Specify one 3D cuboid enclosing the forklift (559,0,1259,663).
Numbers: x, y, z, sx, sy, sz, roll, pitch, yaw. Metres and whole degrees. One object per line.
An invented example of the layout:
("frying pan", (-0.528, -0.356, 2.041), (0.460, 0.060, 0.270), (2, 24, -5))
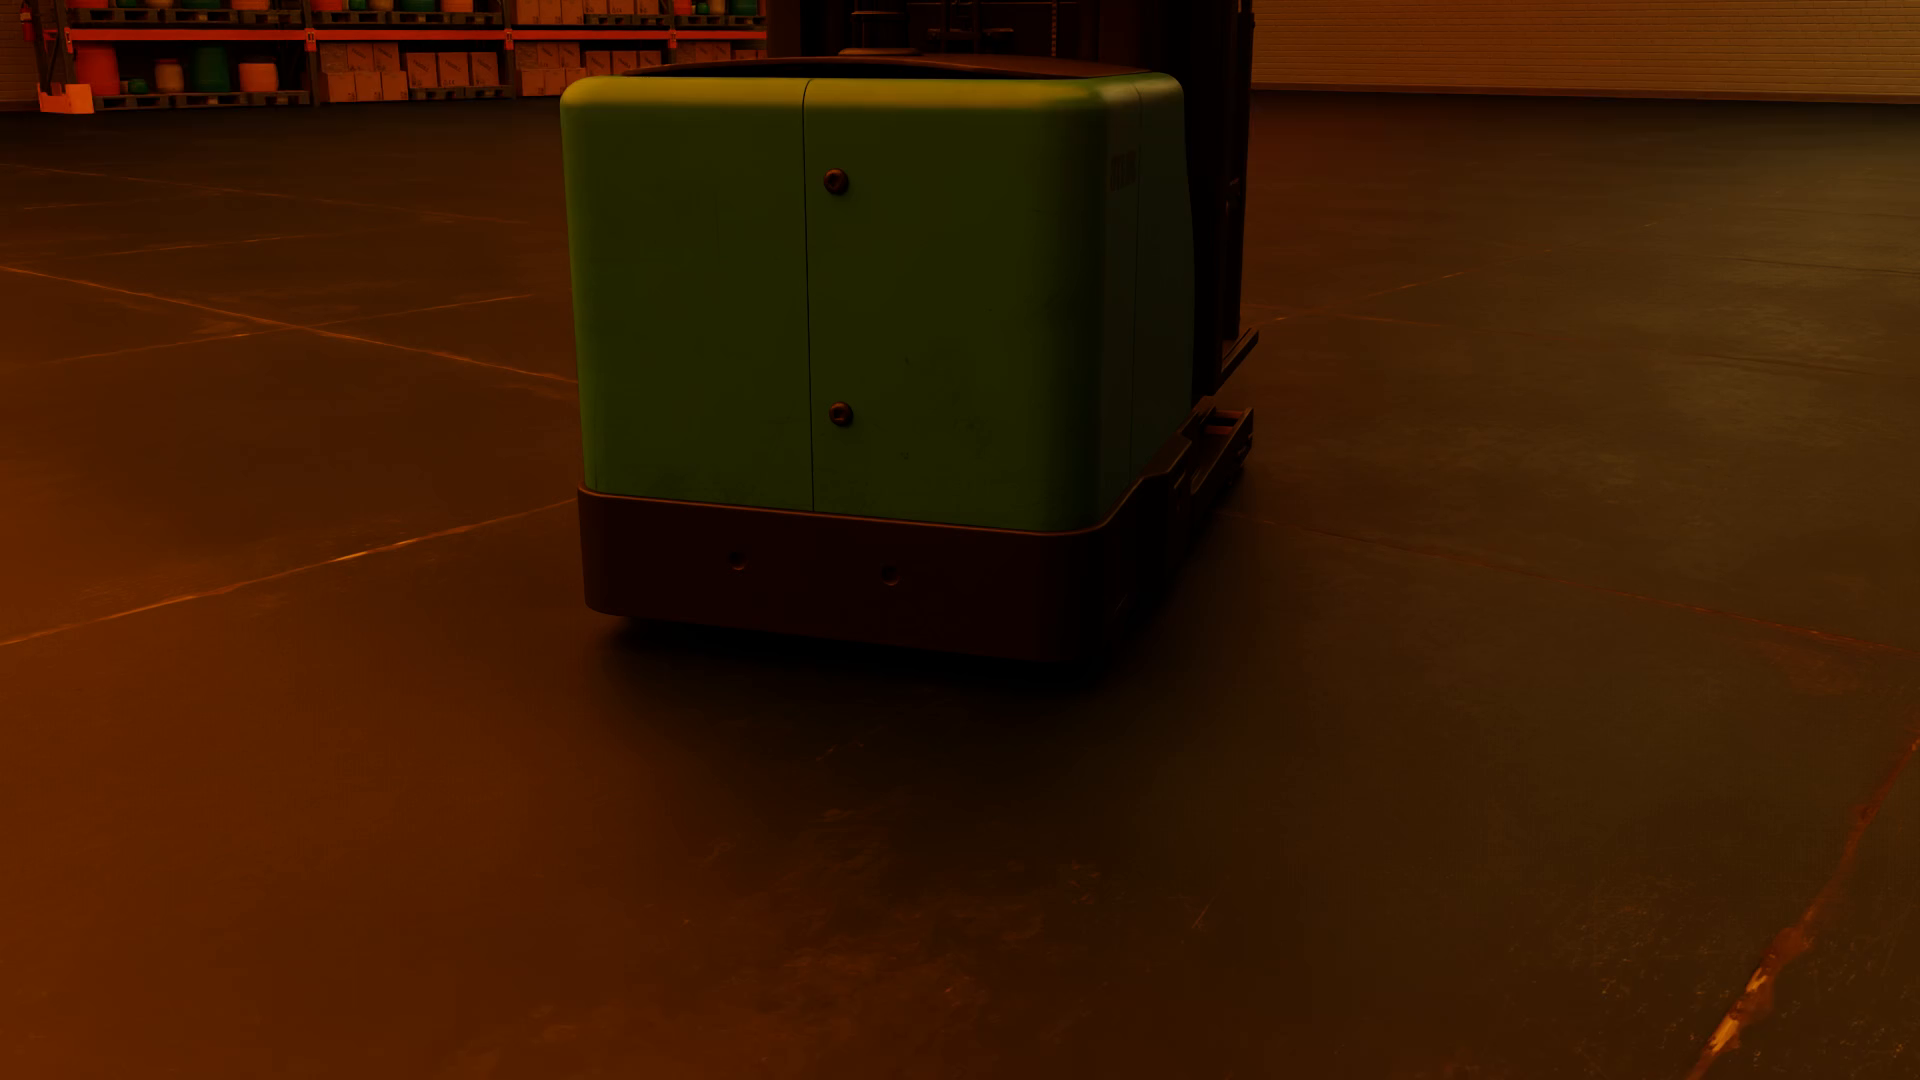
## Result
("forklift", (0.182, -1.571, 4.072), (1.130, 2.935, 3.031), (5, 18, 17))
